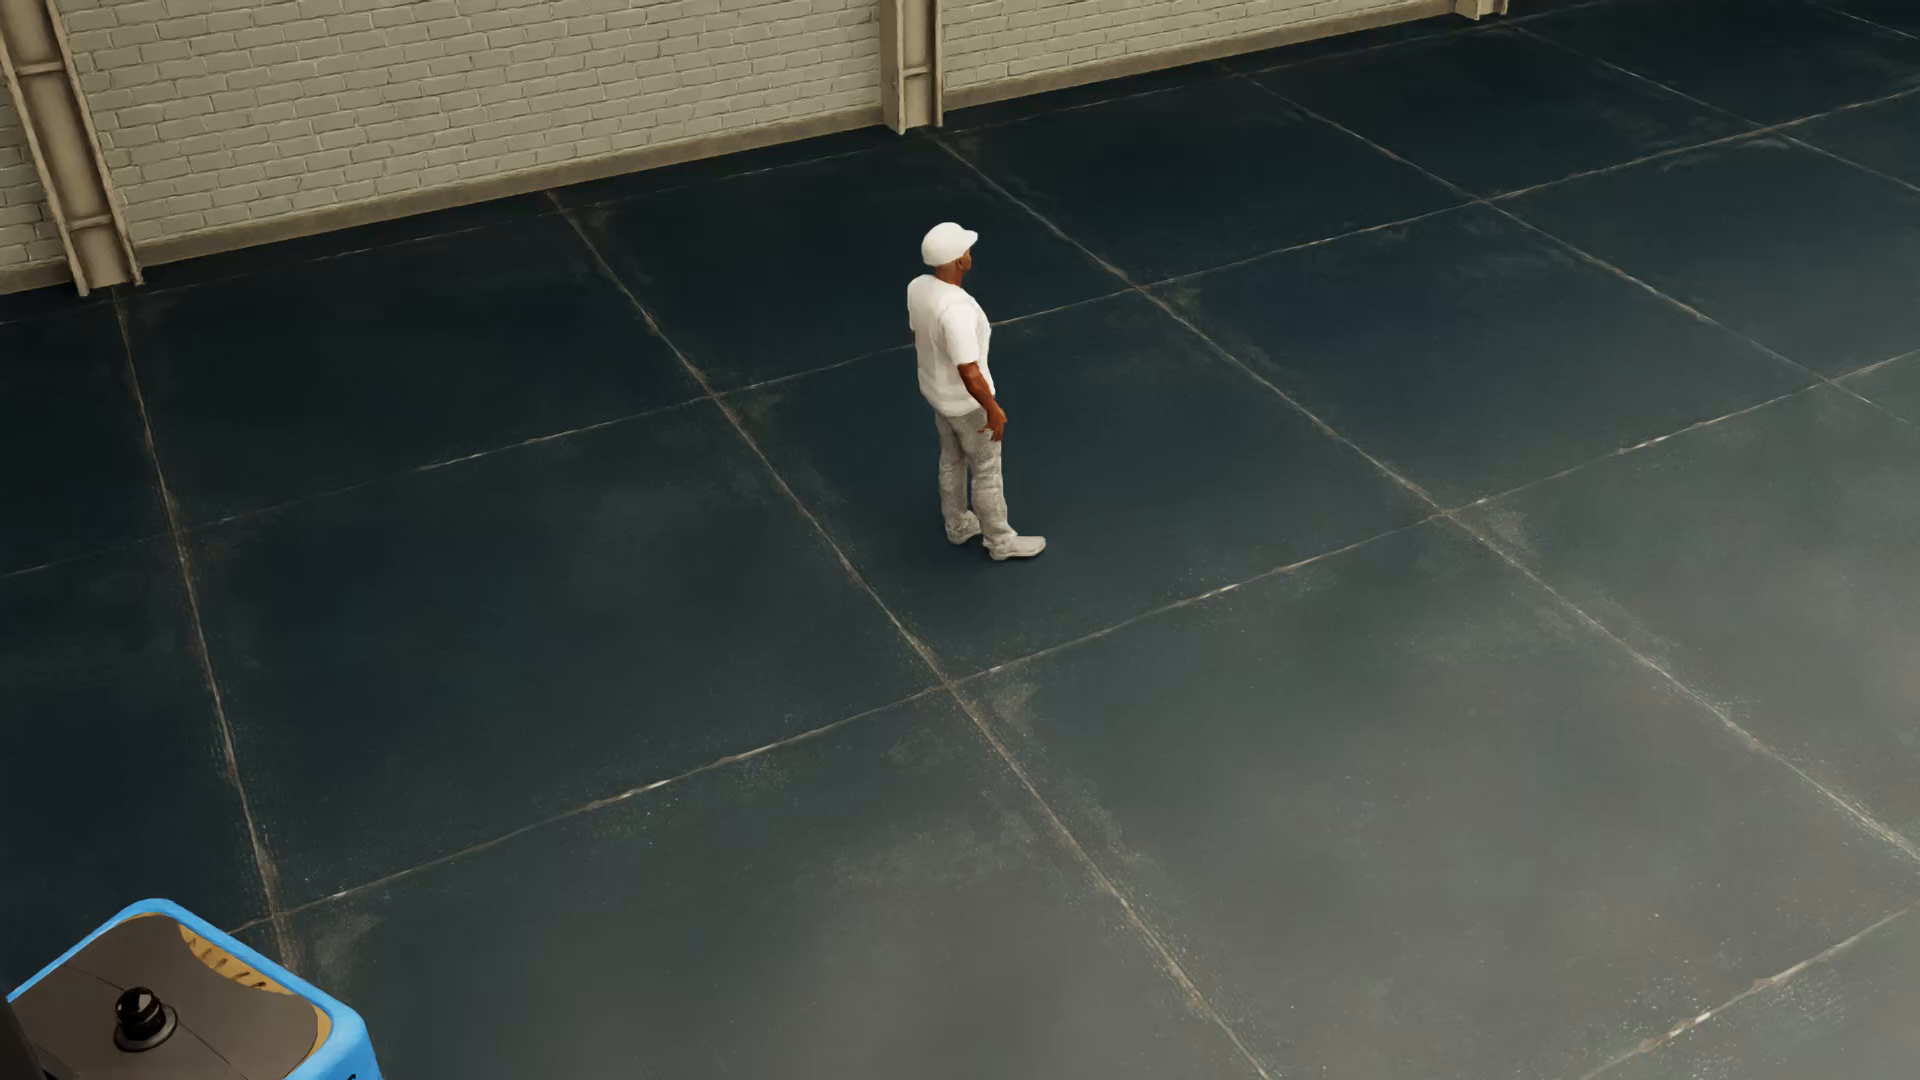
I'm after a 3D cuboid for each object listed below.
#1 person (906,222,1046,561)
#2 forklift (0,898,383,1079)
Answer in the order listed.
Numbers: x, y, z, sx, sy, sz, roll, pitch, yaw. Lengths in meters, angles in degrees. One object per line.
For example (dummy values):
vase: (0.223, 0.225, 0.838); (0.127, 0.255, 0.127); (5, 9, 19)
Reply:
person: (0.064, -0.743, 8.171); (0.576, 1.766, 0.665); (-17, 39, -23)
forklift: (-2.914, 1.655, 3.782); (1.130, 2.935, 3.031); (19, 40, 25)
